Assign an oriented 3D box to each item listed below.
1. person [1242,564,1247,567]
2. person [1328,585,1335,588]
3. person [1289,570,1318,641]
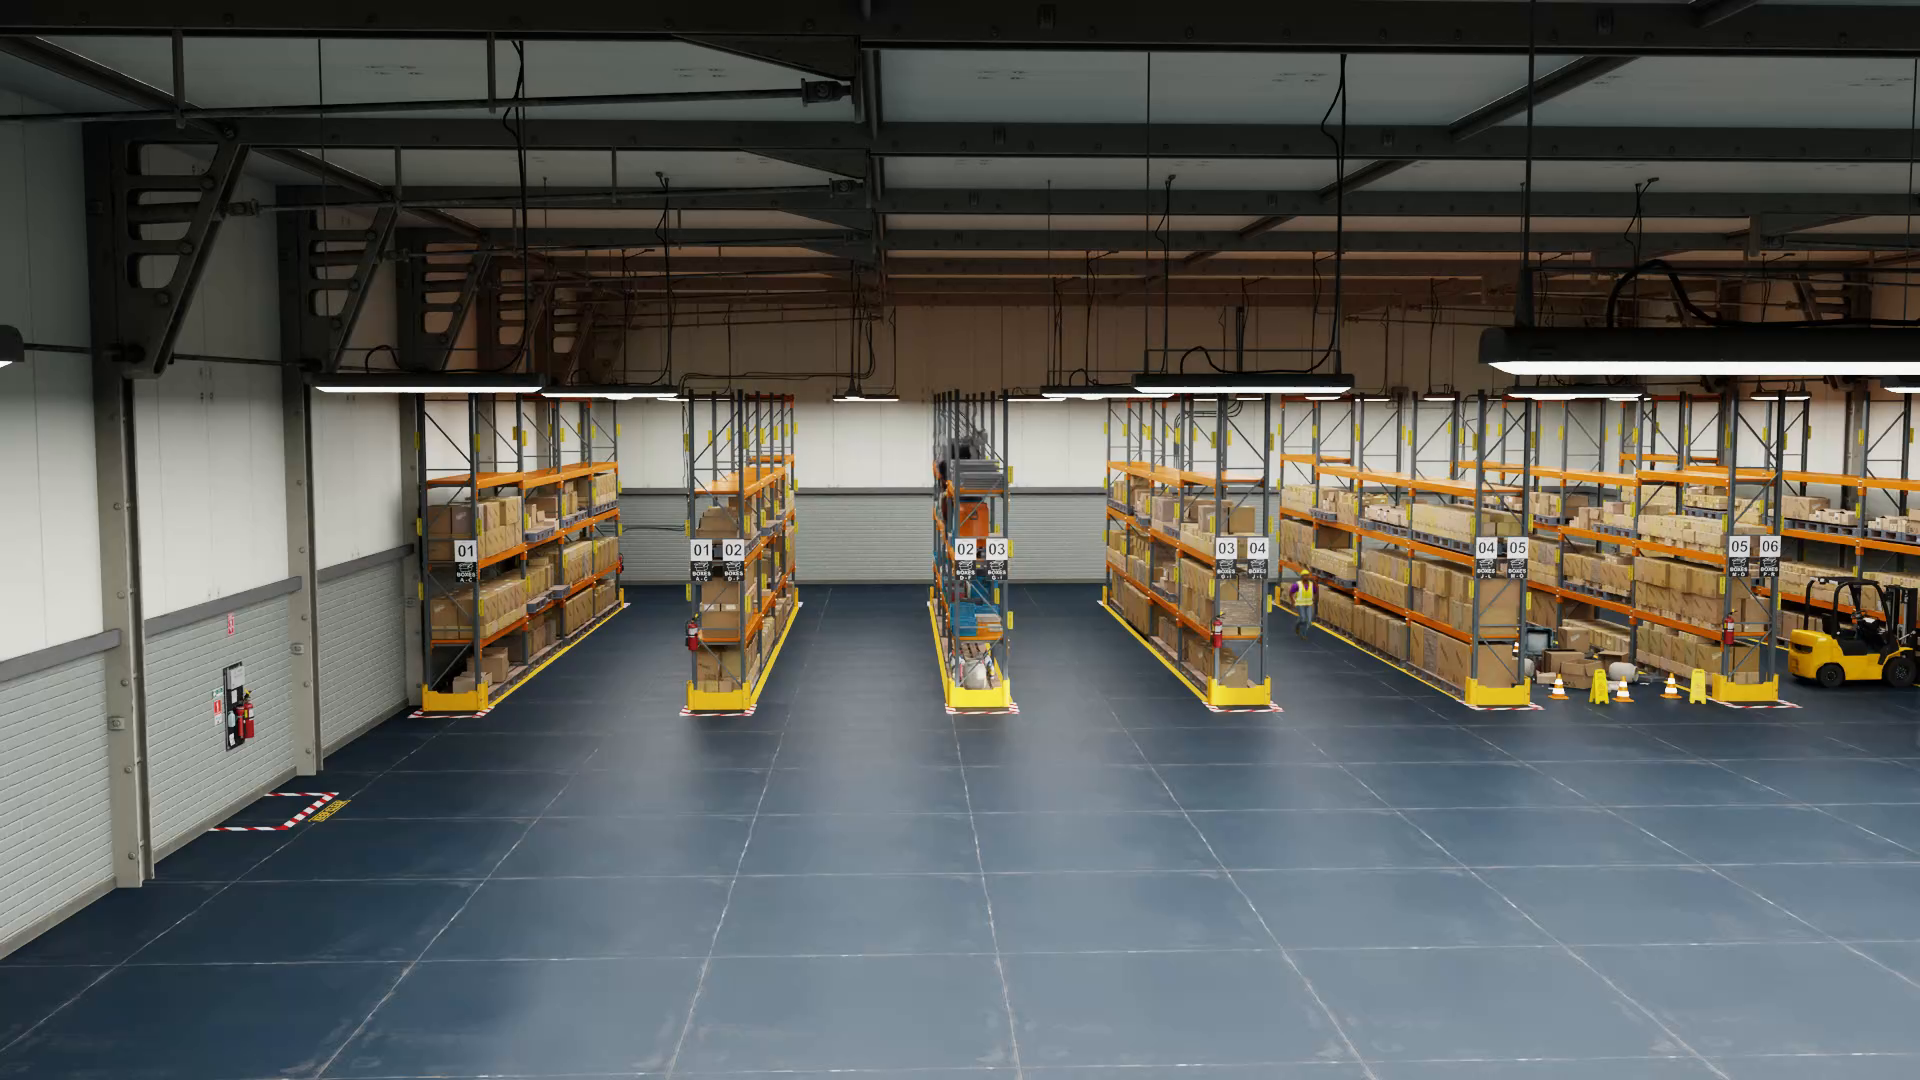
[{"bbox_3d":[7.874,1.004,47.398,0.709,1.715,0.764,2,5,27],"label":"person"},{"bbox_3d":[10.846,0.919,48.446,0.707,1.692,0.534,-2,5,-25],"label":"person"},{"bbox_3d":[8.353,1.581,40.313,0.701,1.715,0.587,-1,5,-7],"label":"person"}]
